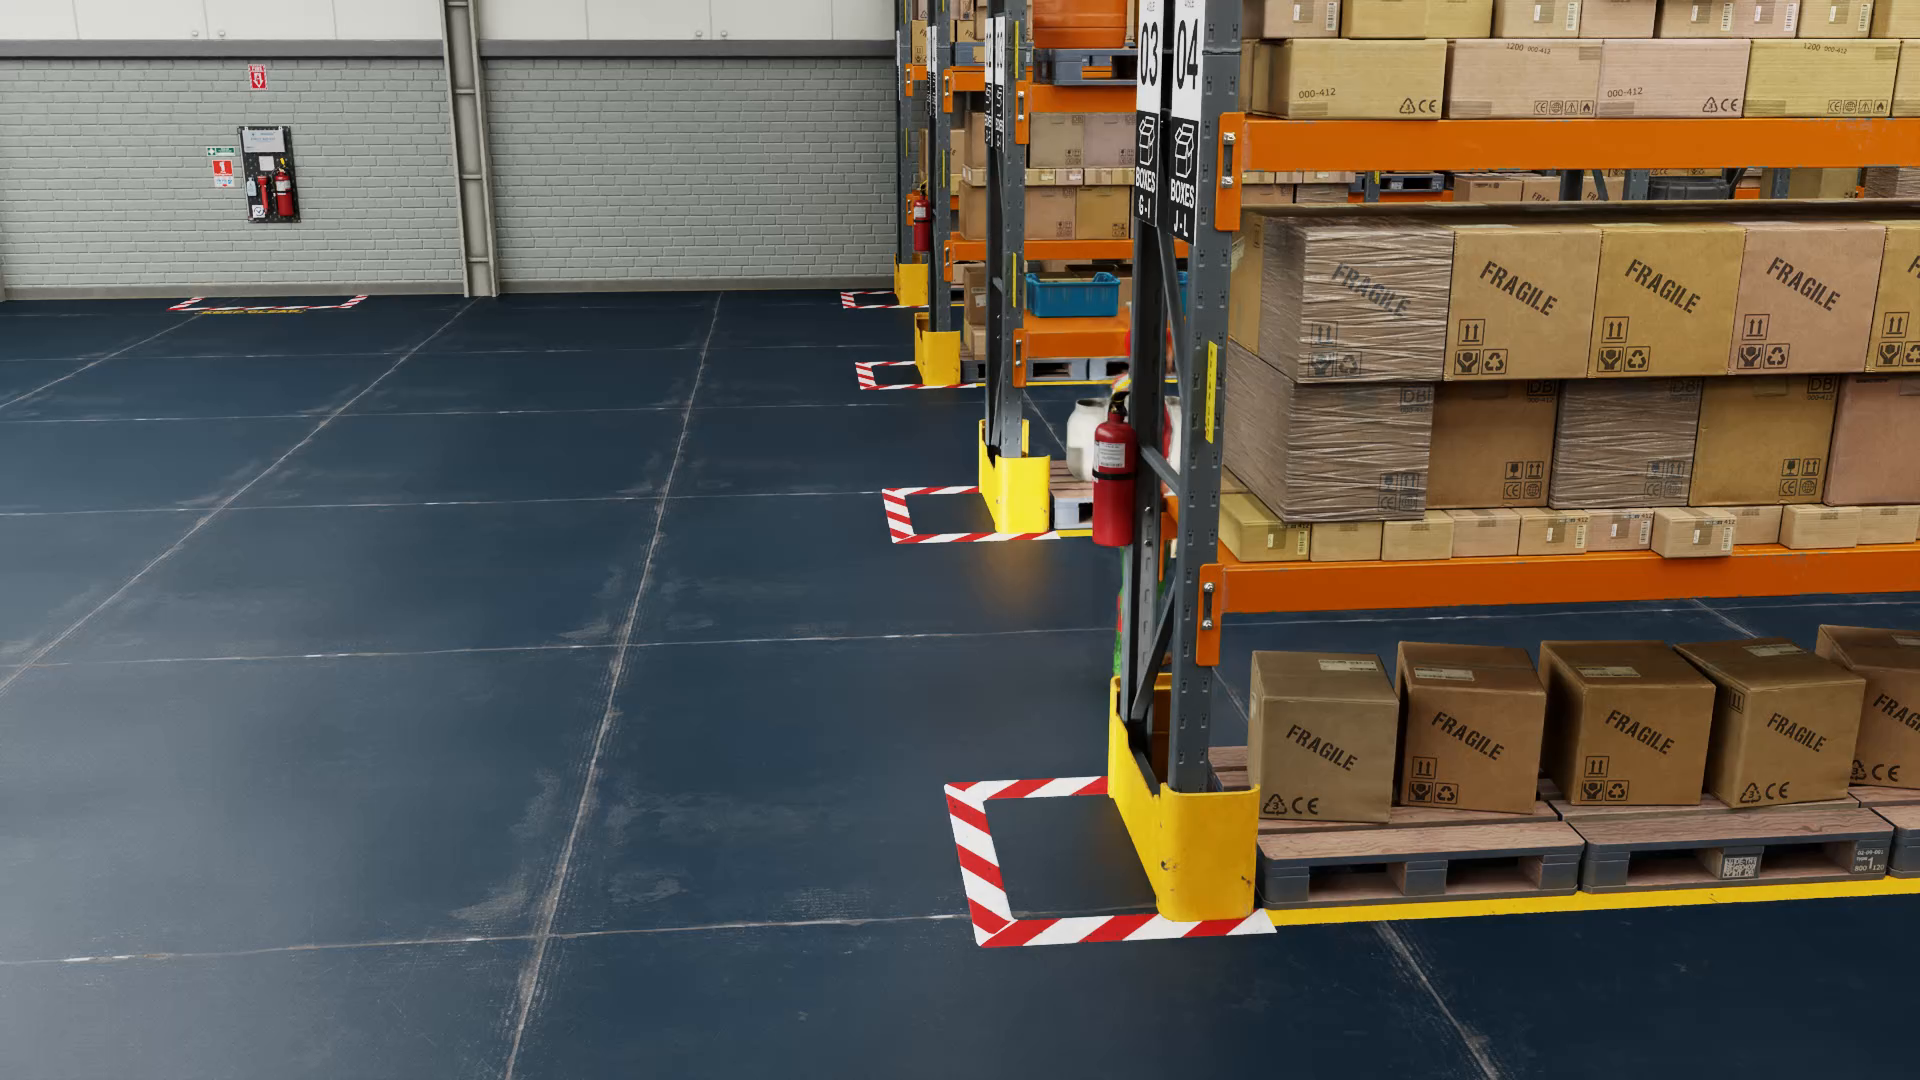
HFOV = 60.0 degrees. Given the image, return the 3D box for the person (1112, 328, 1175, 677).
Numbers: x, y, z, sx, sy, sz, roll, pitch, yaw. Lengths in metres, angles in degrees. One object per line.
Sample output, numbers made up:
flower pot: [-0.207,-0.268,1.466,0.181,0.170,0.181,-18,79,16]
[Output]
person: [0.925,-0.190,8.146,0.415,1.782,0.591,0,17,1]
